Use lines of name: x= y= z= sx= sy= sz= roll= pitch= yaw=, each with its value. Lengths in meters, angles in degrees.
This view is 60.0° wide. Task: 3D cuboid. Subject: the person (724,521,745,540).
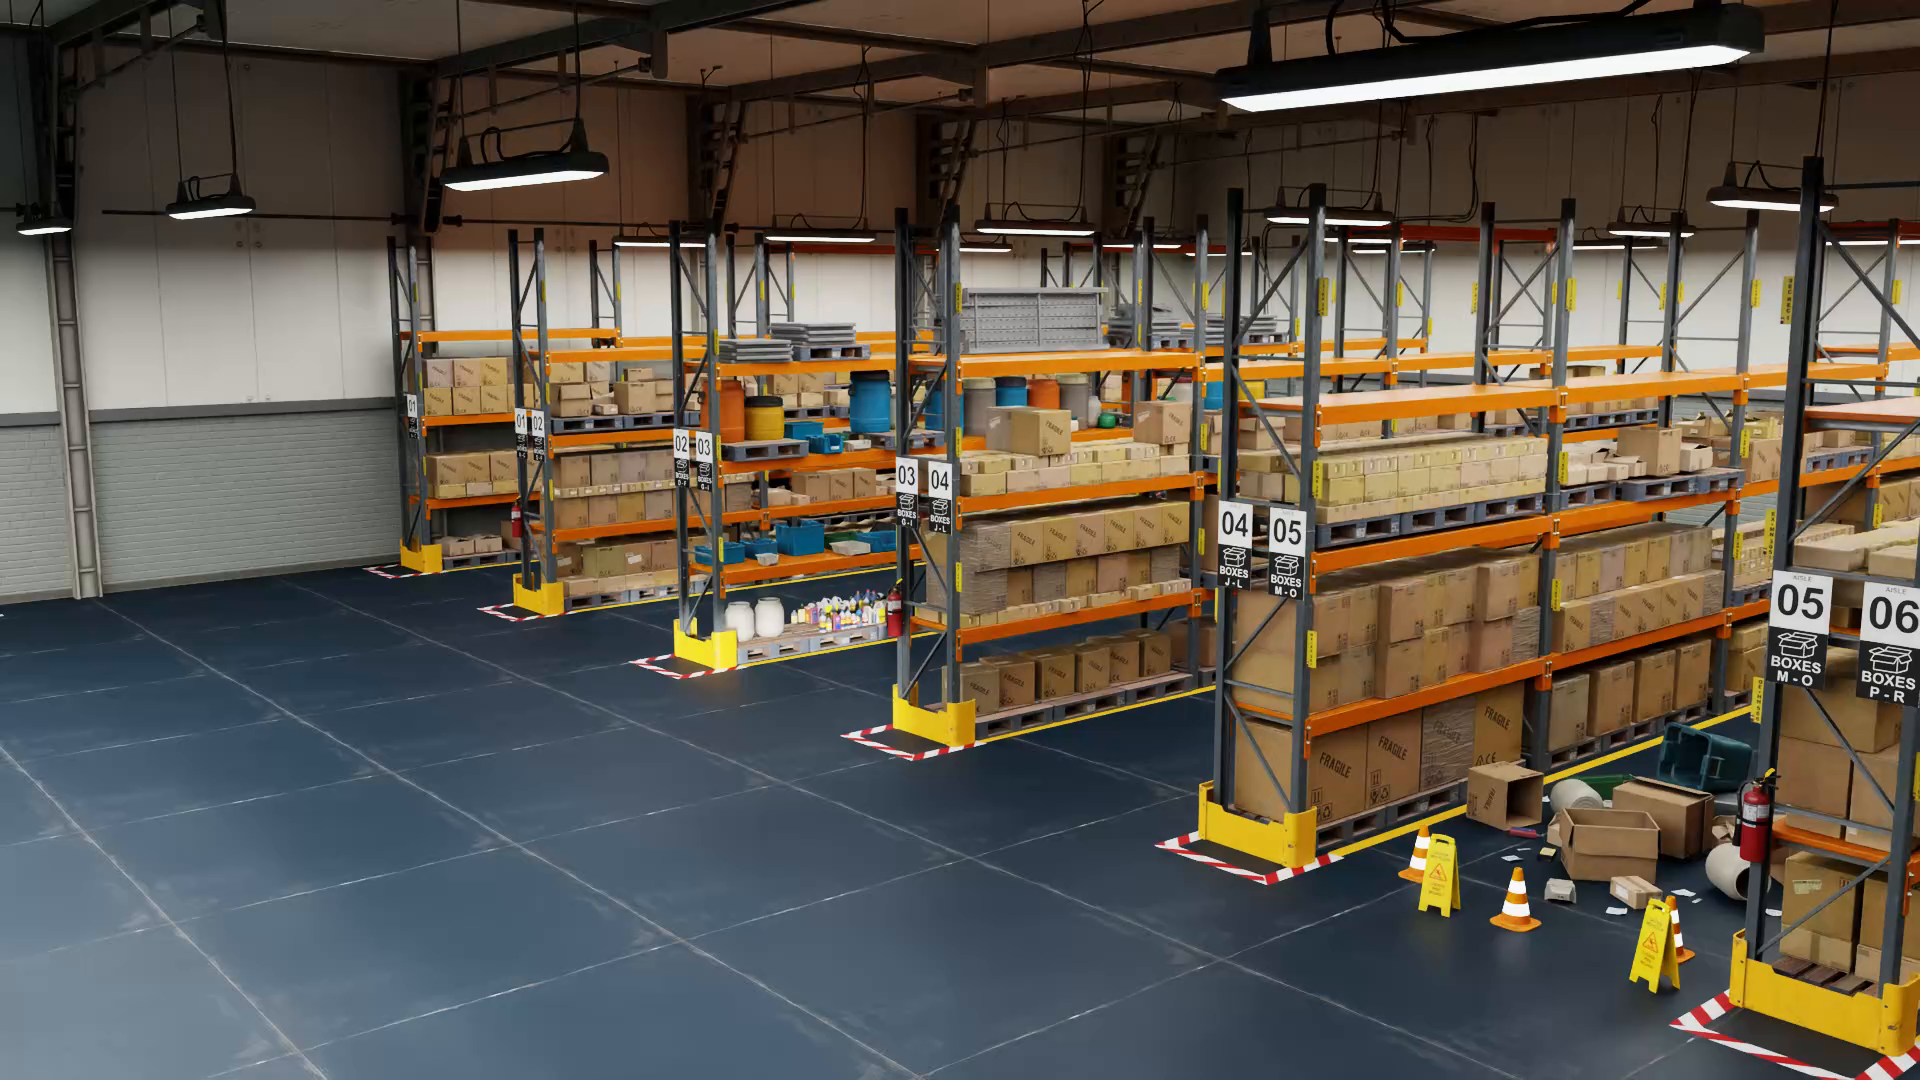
person: x=-4.195 y=-0.461 z=31.328 sx=0.665 sy=1.632 sz=0.481 roll=-8 pitch=12 yaw=-42
